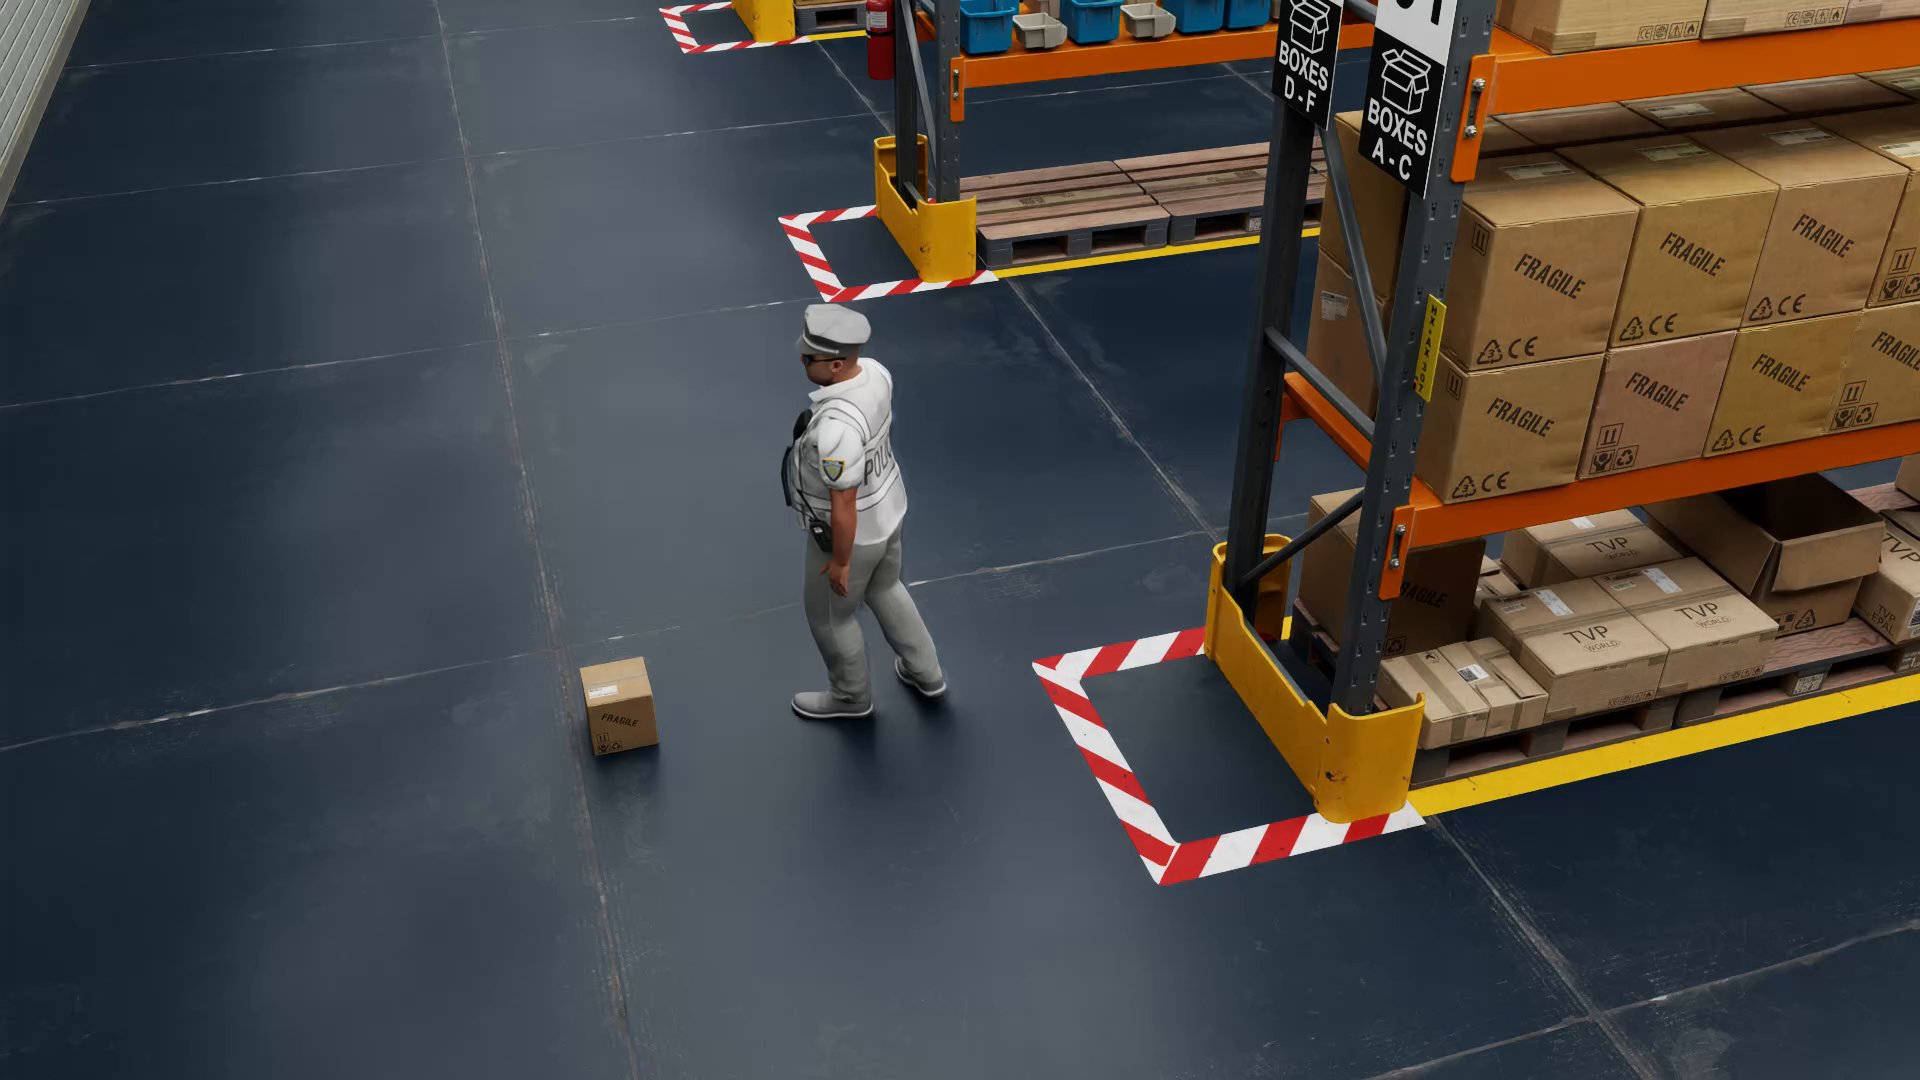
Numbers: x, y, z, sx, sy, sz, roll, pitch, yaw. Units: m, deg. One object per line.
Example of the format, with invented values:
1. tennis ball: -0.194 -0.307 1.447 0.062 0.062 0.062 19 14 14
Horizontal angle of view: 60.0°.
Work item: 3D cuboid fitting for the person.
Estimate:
1. person: -0.362 -0.067 6.224 0.591 1.756 0.565 10 35 15
